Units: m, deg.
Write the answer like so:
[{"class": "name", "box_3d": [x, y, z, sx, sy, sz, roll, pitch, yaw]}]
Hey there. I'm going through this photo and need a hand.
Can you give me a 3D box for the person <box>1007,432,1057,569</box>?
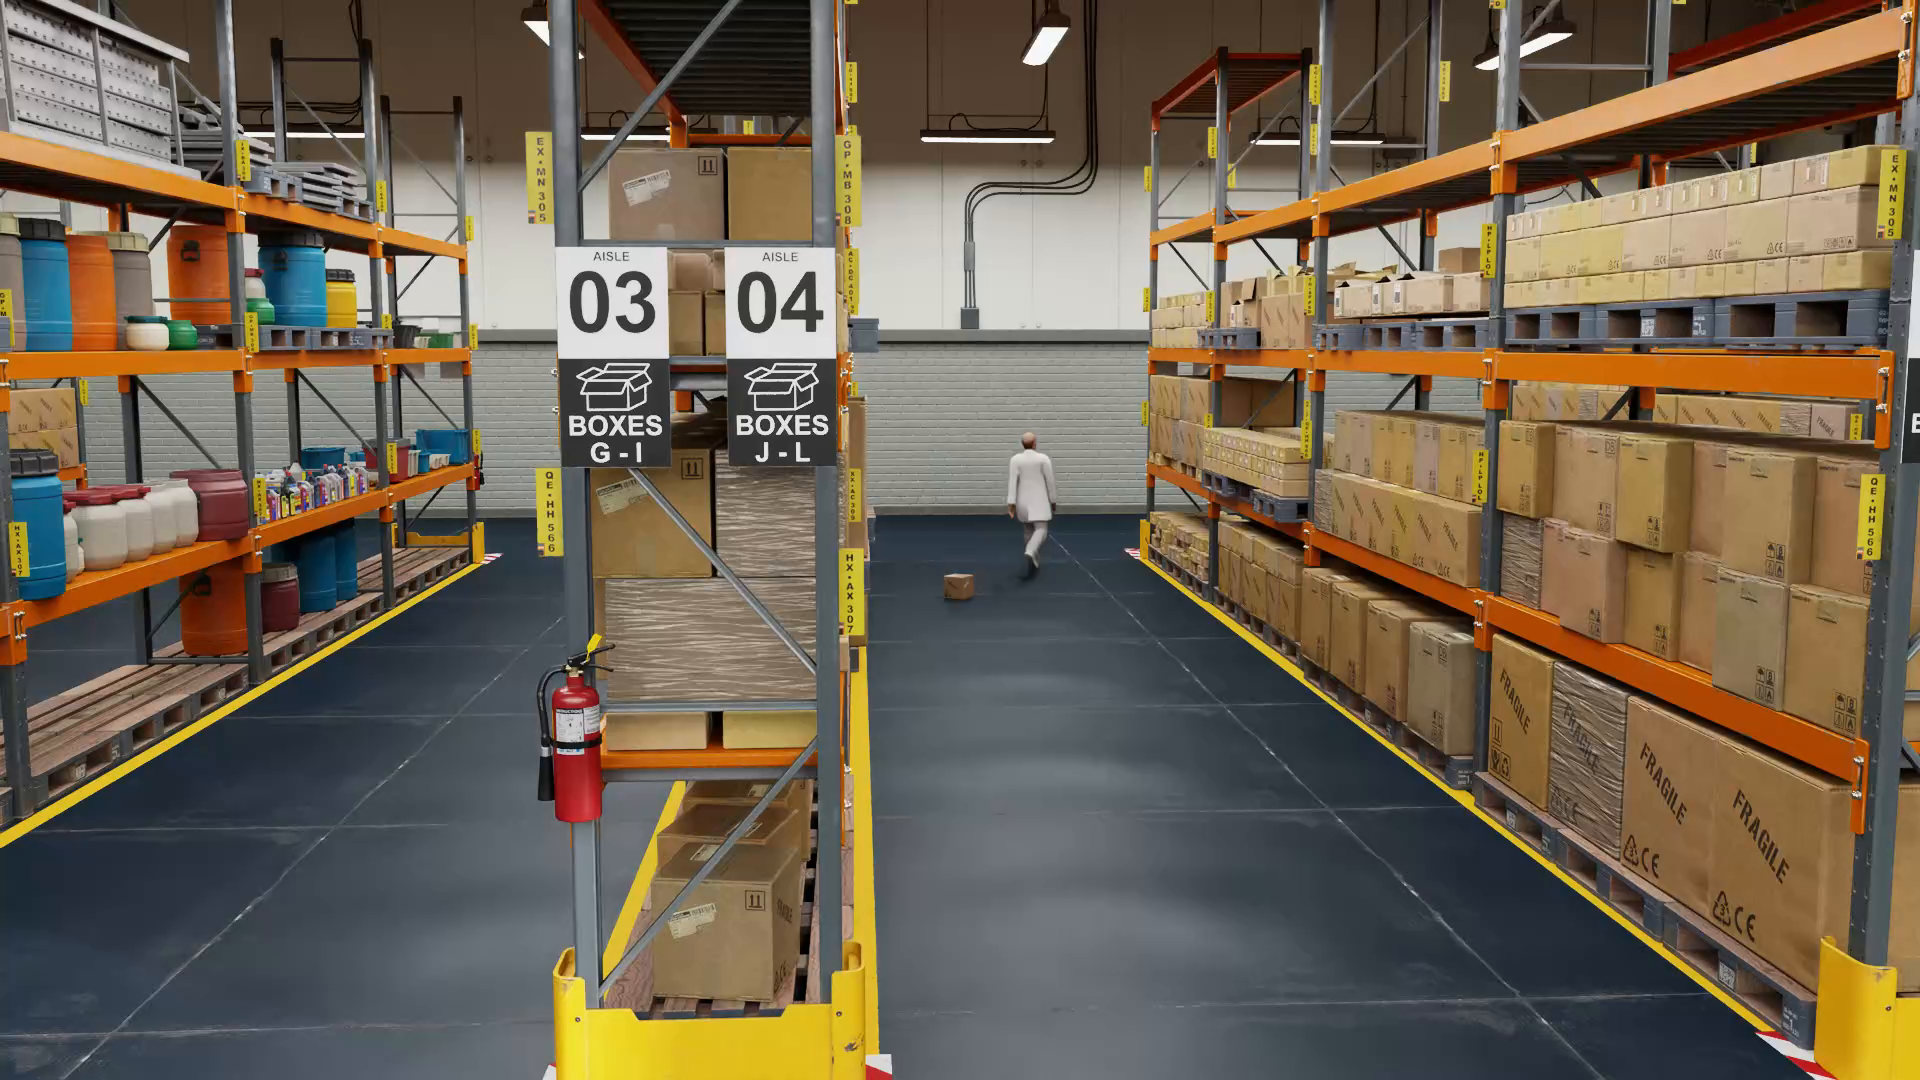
[{"class": "person", "box_3d": [0.903, -0.475, 20.810, 0.606, 1.741, 0.989, 3, 7, 20]}]
